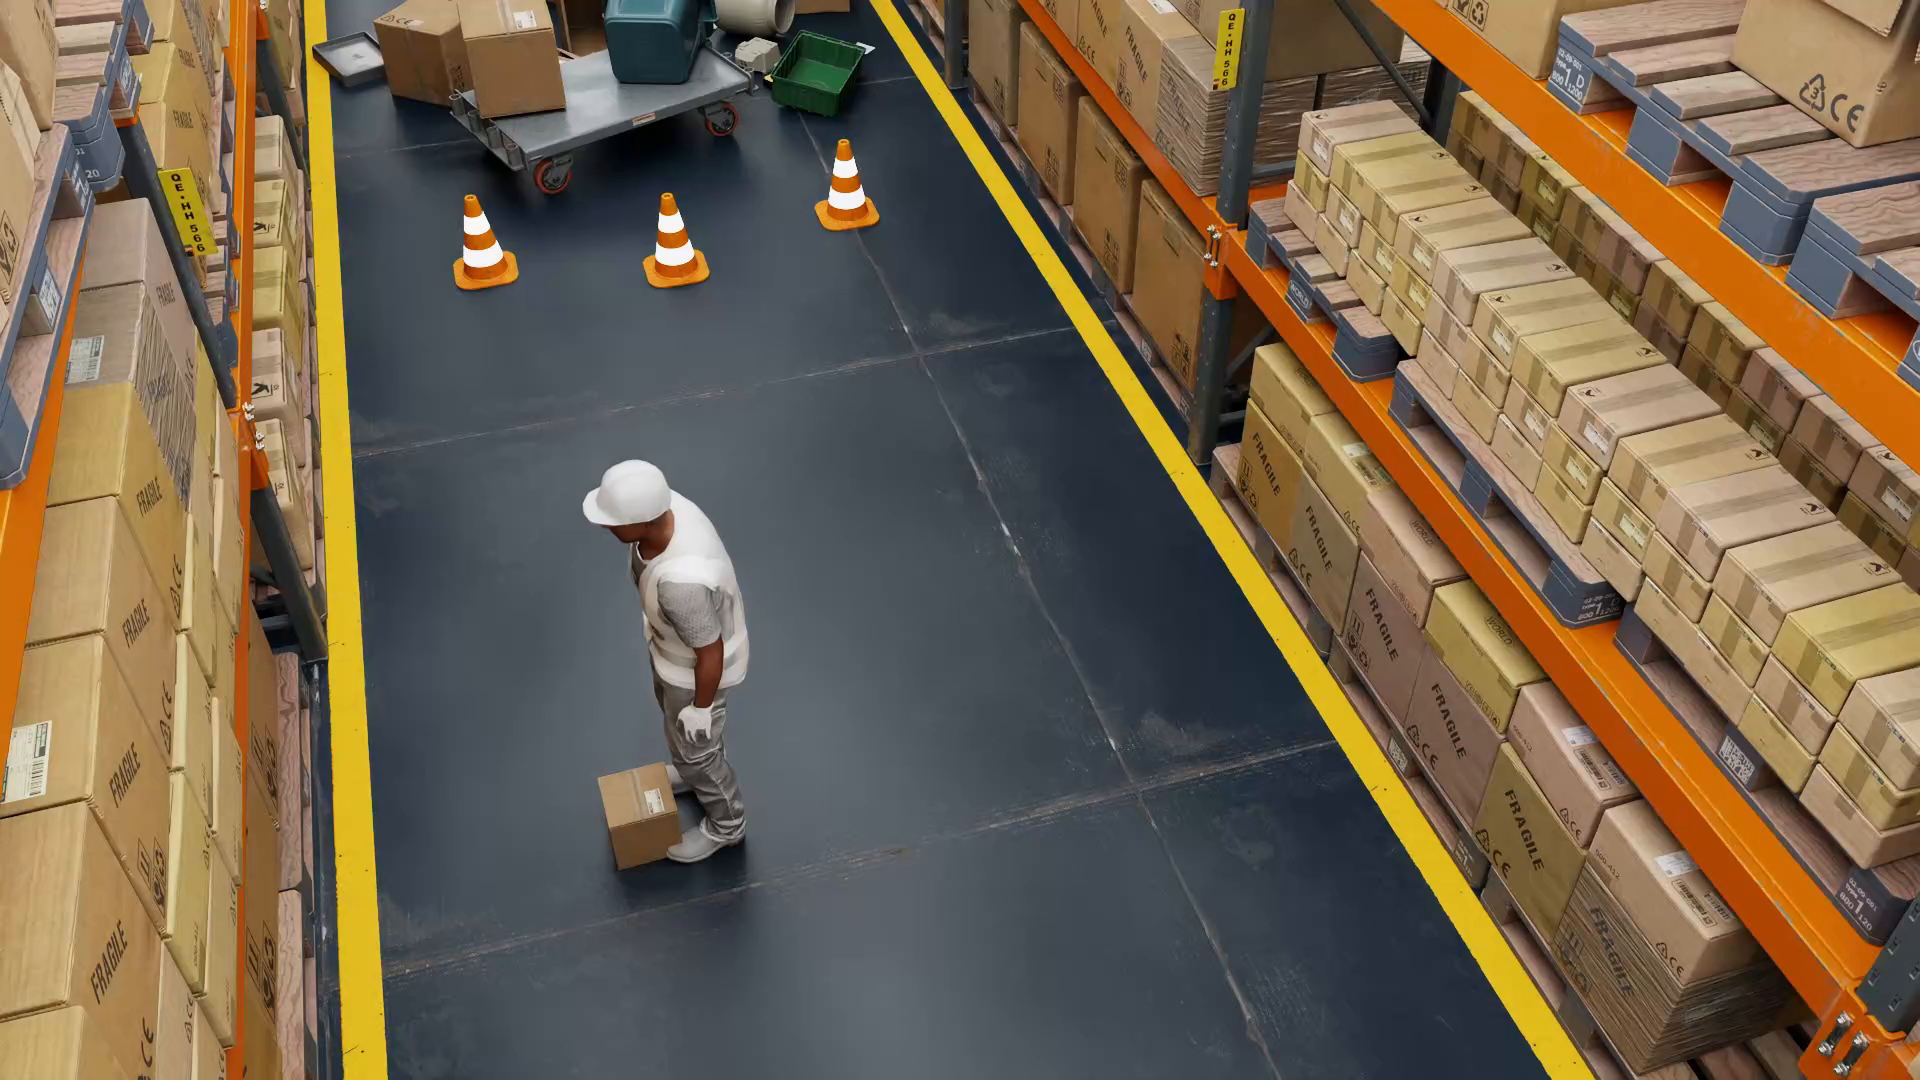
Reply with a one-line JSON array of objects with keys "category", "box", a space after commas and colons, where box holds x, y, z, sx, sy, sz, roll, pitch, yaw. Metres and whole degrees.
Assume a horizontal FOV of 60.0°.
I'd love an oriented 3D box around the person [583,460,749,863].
[{"category": "person", "box": [-0.959, 0.402, 5.704, 0.451, 1.772, 0.619, -14, 44, -15]}]
